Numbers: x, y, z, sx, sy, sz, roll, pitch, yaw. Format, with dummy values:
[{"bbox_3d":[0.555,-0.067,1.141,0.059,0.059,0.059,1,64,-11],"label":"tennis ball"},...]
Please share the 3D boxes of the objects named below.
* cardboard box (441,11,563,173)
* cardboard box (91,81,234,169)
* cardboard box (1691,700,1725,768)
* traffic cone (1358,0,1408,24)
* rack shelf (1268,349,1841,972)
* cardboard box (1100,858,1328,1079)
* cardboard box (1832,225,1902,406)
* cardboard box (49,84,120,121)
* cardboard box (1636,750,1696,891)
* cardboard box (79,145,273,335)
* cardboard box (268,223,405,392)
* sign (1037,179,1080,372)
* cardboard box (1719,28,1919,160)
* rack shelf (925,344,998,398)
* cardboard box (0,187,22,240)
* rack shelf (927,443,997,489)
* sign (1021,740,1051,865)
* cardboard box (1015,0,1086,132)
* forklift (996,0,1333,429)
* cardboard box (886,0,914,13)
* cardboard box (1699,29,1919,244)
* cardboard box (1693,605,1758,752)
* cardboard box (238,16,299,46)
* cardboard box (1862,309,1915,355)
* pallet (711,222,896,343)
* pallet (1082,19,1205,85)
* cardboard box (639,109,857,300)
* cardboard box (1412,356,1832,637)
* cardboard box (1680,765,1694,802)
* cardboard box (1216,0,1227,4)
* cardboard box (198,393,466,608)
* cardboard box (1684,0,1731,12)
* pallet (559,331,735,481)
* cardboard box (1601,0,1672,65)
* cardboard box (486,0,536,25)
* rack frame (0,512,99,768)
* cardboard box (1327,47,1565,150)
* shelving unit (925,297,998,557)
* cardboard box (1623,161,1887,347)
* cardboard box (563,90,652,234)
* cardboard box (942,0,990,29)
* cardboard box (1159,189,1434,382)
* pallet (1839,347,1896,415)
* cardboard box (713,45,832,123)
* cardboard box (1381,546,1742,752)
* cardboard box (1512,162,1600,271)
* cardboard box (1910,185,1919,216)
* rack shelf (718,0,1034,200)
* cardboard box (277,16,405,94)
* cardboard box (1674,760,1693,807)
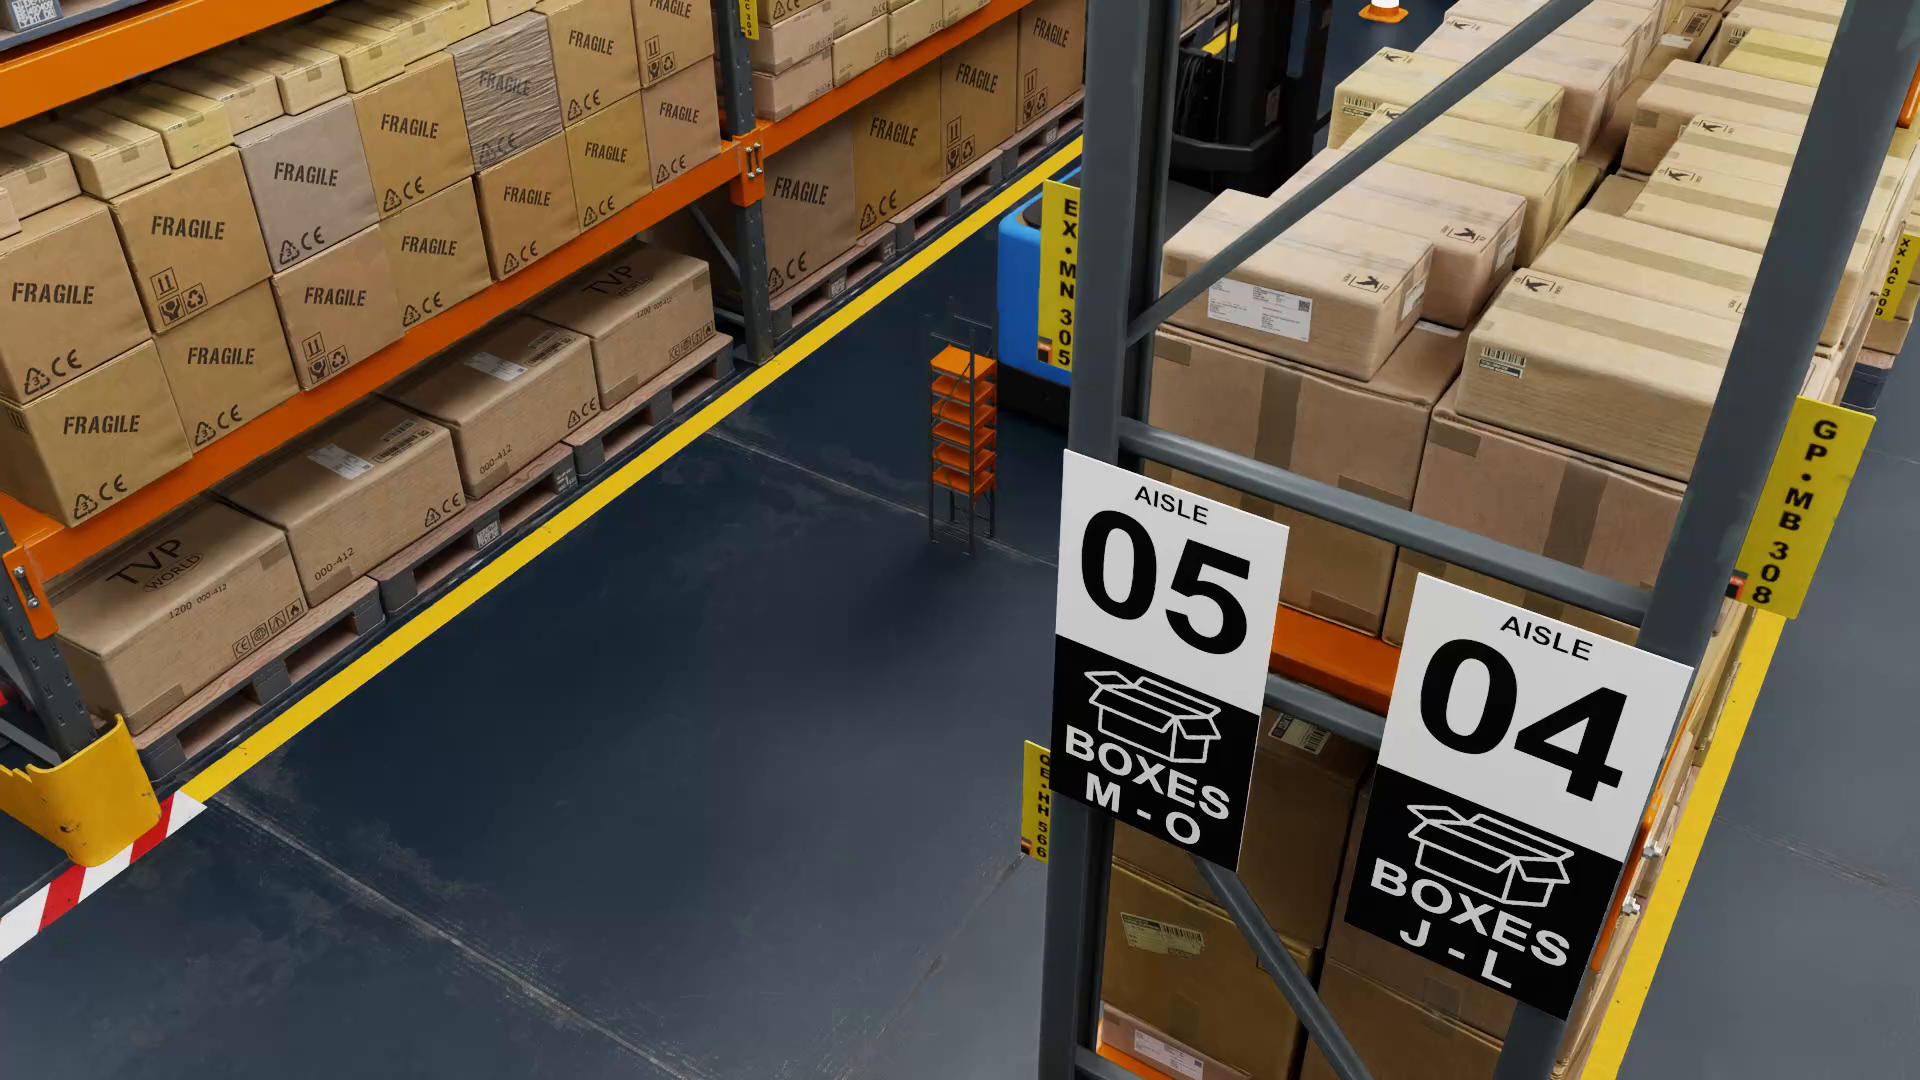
[{"bbox_3d":[-2.025,-1.888,6.841,0.500,0.500,0.500,22,43,26],"label":"cardboard box"},{"bbox_3d":[-2.738,-1.430,5.716,0.380,0.149,0.250,20,42,24],"label":"cardboard box"},{"bbox_3d":[2.609,0.655,6.190,0.380,0.149,0.250,20,42,24],"label":"cardboard box"},{"bbox_3d":[3.342,-4.333,12.991,0.336,0.463,0.334,21,42,25],"label":"traffic cone"},{"bbox_3d":[1.701,-0.615,4.224,1.077,0.370,4.000,21,42,25],"label":"rack shelf"},{"bbox_3d":[0.653,0.846,3.871,0.500,0.500,0.500,22,43,26],"label":"cardboard box"},{"bbox_3d":[2.476,-0.698,5.054,0.500,0.500,0.500,20,42,24],"label":"cardboard box"},{"bbox_3d":[-3.229,-1.607,5.946,0.380,0.149,0.250,22,43,26],"label":"cardboard box"},{"bbox_3d":[1.641,0.488,4.335,0.500,0.500,0.500,22,43,26],"label":"cardboard box"},{"bbox_3d":[-2.836,-1.107,5.828,0.500,0.500,0.500,20,42,24],"label":"cardboard box"},{"bbox_3d":[-2.570,-0.968,6.466,0.500,0.500,0.500,21,42,25],"label":"cardboard box"},{"bbox_3d":[0.171,-0.412,2.645,0.100,0.325,0.005,21,42,25],"label":"sign"},{"bbox_3d":[1.755,-0.897,3.387,0.380,0.149,0.250,23,43,26],"label":"cardboard box"},{"bbox_3d":[0.008,-0.733,7.201,0.258,0.103,0.180,21,42,25],"label":"rack shelf"},{"bbox_3d":[-3.181,-1.033,5.201,0.380,0.149,0.250,22,43,26],"label":"cardboard box"},{"bbox_3d":[0.008,-0.352,7.494,0.258,0.103,0.180,21,42,25],"label":"rack shelf"},{"bbox_3d":[0.171,0.543,3.381,0.100,0.325,0.005,21,42,25],"label":"sign"},{"bbox_3d":[0.241,-3.368,11.059,0.875,0.875,0.875,21,42,25],"label":"cardboard box"},{"bbox_3d":[1.419,-2.415,8.482,1.130,2.935,3.031,23,43,27],"label":"forklift"},{"bbox_3d":[-0.439,-3.113,9.045,0.500,0.250,0.500,22,43,26],"label":"cardboard box"},{"bbox_3d":[1.913,-0.936,3.764,0.500,0.250,0.500,20,42,24],"label":"cardboard box"},{"bbox_3d":[1.656,0.098,4.022,0.500,0.500,0.500,20,42,24],"label":"cardboard box"},{"bbox_3d":[-2.788,-1.996,6.451,0.380,0.149,0.250,23,43,26],"label":"cardboard box"},{"bbox_3d":[3.372,-0.863,6.274,0.380,0.149,0.250,19,42,23],"label":"cardboard box"},{"bbox_3d":[-1.112,-1.628,9.689,1.003,0.211,1.213,21,42,25],"label":"pallet"},{"bbox_3d":[1.101,-3.670,12.338,1.003,0.211,1.213,21,42,25],"label":"pallet"},{"bbox_3d":[-1.197,-1.981,9.259,0.875,0.875,0.875,23,43,26],"label":"cardboard box"},{"bbox_3d":[1.089,-0.154,2.750,0.500,0.250,0.500,22,43,26],"label":"cardboard box"},{"bbox_3d":[2.553,0.797,6.250,0.380,0.149,0.250,20,42,24],"label":"cardboard box"},{"bbox_3d":[1.792,-4.558,13.014,0.950,0.372,0.625,23,43,27],"label":"cardboard box"},{"bbox_3d":[-2.852,-0.247,7.369,0.875,0.438,0.875,22,43,26],"label":"cardboard box"},{"bbox_3d":[1.760,-1.390,4.353,0.500,0.250,0.500,22,43,26],"label":"cardboard box"},{"bbox_3d":[-1.935,-0.840,8.666,1.003,0.211,1.213,21,42,25],"label":"pallet"},{"bbox_3d":[1.402,-1.219,3.805,0.380,0.149,0.250,20,42,24],"label":"cardboard box"},{"bbox_3d":[-1.957,-2.237,6.763,0.380,0.149,0.250,21,42,25],"label":"cardboard box"},{"bbox_3d":[-3.605,-0.248,5.615,1.000,3.000,0.127,21,42,25],"label":"rack frame"},{"bbox_3d":[0.961,-0.832,3.303,0.380,0.149,0.250,22,43,26],"label":"cardboard box"},{"bbox_3d":[0.008,-0.483,7.393,0.258,1.200,0.189,21,42,25],"label":"shelving unit"},{"bbox_3d":[1.354,-0.500,2.871,0.380,0.149,0.250,21,42,25],"label":"cardboard box"},{"bbox_3d":[-1.765,-1.760,7.495,0.500,0.500,0.500,20,42,24],"label":"cardboard box"},{"bbox_3d":[-0.163,-3.172,9.531,0.500,0.250,0.500,20,42,24],"label":"cardboard box"},{"bbox_3d":[0.559,-0.433,2.785,0.380,0.149,0.250,21,42,25],"label":"cardboard box"},{"bbox_3d":[3.305,-1.014,6.765,1.003,0.211,1.213,21,42,25],"label":"pallet"},{"bbox_3d":[-1.003,-2.391,8.518,0.500,0.250,0.500,20,42,24],"label":"cardboard box"},{"bbox_3d":[1.086,0.042,2.904,0.500,0.250,0.500,23,43,27],"label":"cardboard box"},{"bbox_3d":[0.934,-0.593,3.318,0.500,0.250,0.500,20,42,24],"label":"cardboard box"},{"bbox_3d":[3.516,-1.244,6.282,0.380,0.149,0.250,22,43,26],"label":"cardboard box"},{"bbox_3d":[-0.390,-3.057,9.847,1.077,0.370,4.000,21,42,25],"label":"rack shelf"},{"bbox_3d":[-2.314,-1.819,6.221,0.380,0.149,0.250,20,42,24],"label":"cardboard box"},{"bbox_3d":[2.299,0.806,5.752,0.380,0.149,0.250,19,42,23],"label":"cardboard box"}]
